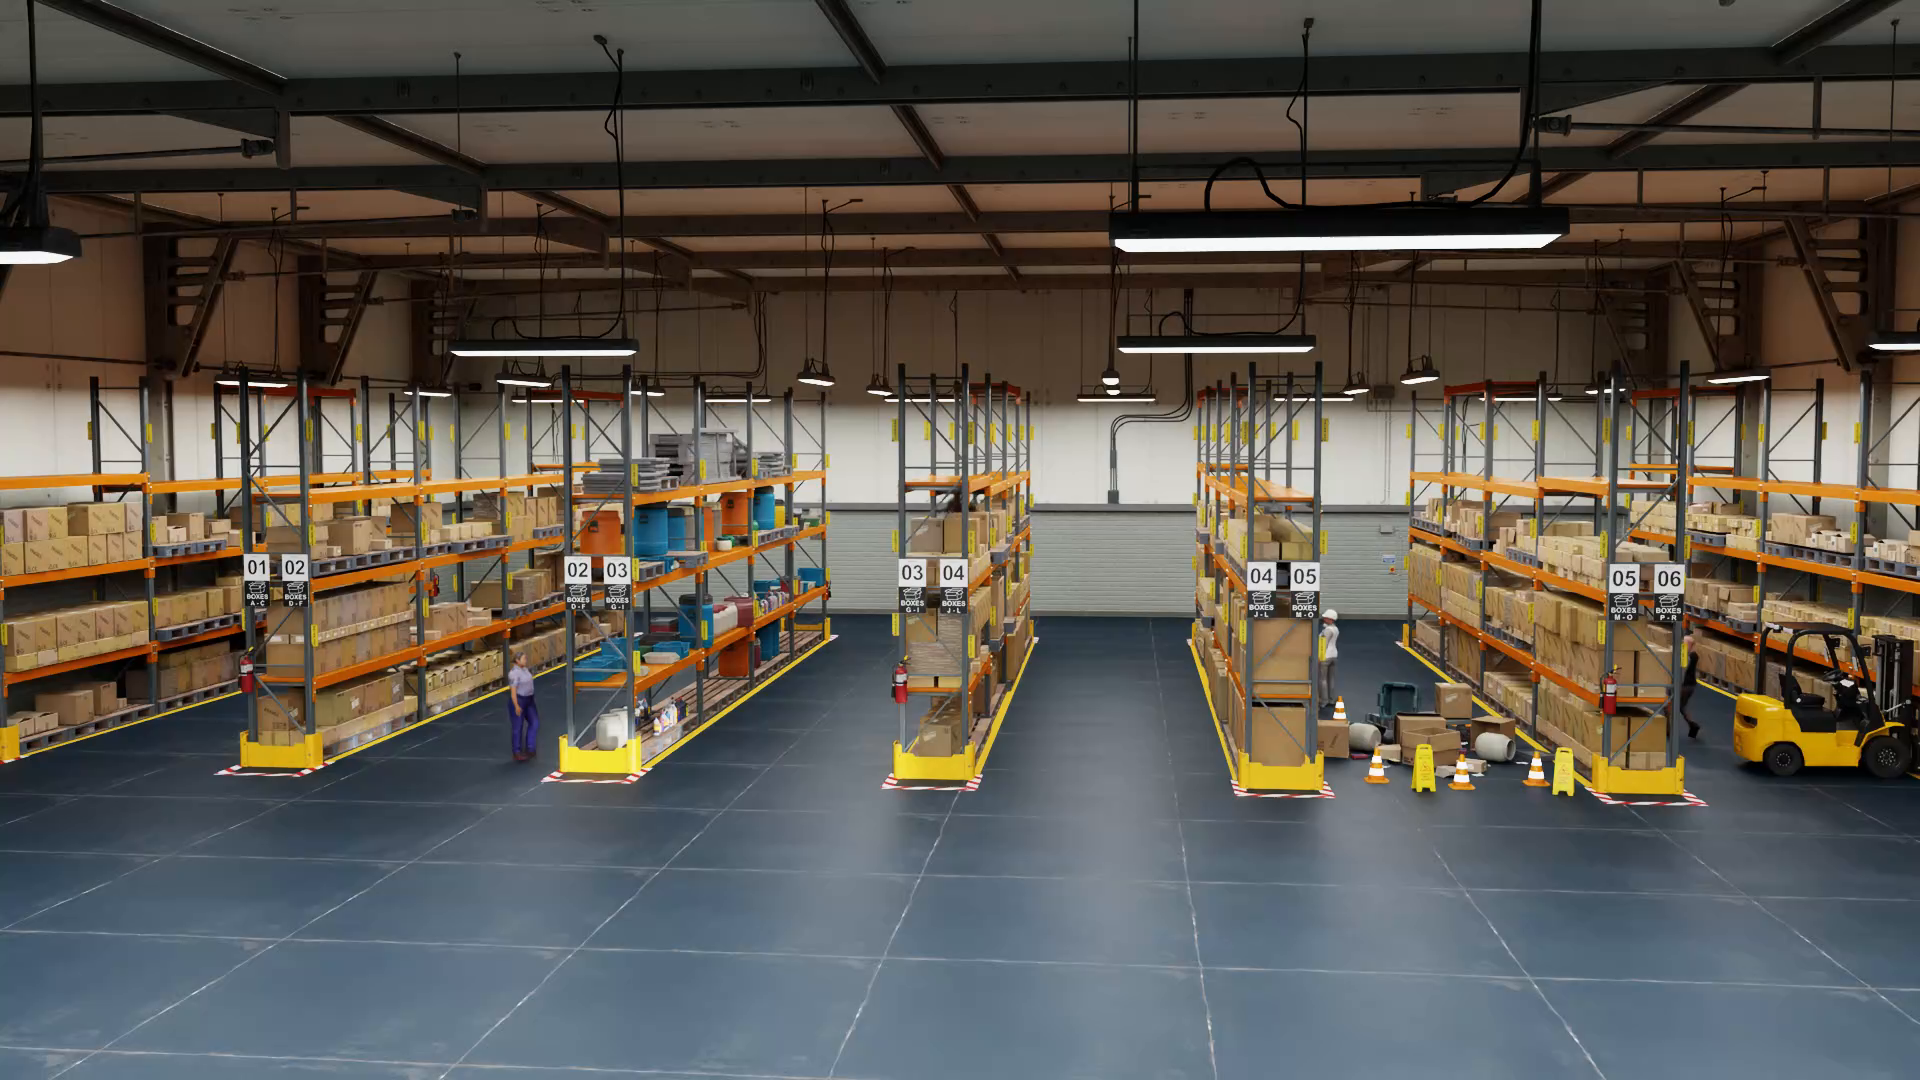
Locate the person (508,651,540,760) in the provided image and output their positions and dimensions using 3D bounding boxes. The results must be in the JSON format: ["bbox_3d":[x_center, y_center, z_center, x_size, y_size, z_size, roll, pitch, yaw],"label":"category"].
[{"bbox_3d":[-6.742,2.574,25.576,0.378,1.718,0.494,2,4,30],"label":"person"}]

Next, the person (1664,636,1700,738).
[{"bbox_3d":[11.848,2.421,27.373,0.559,1.689,0.618,-2,4,-28],"label":"person"}]

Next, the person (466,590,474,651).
[{"bbox_3d":[-10.718,1.867,36.625,0.395,1.556,0.823,0,4,5],"label":"person"}]

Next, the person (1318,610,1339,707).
[{"bbox_3d":[6.709,2.171,30.540,0.587,1.785,0.459,-4,5,-44],"label":"person"}]
